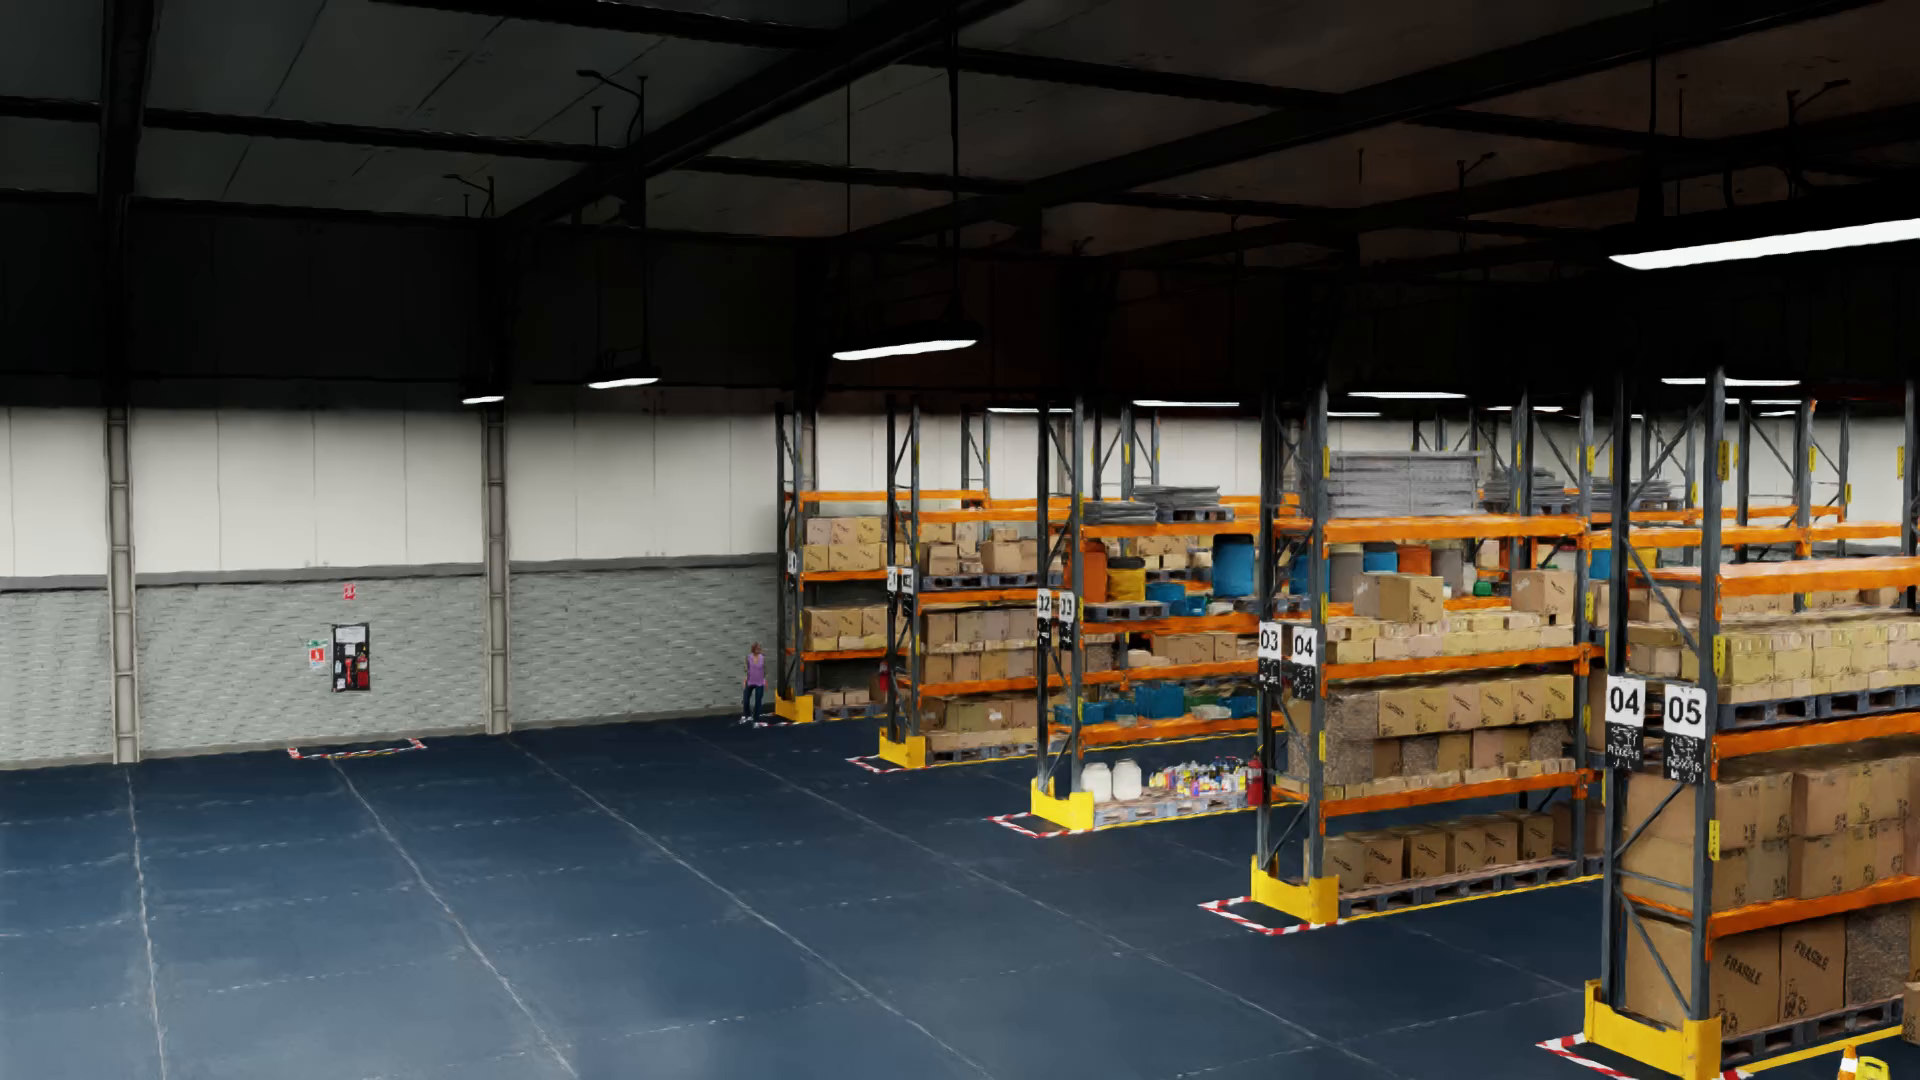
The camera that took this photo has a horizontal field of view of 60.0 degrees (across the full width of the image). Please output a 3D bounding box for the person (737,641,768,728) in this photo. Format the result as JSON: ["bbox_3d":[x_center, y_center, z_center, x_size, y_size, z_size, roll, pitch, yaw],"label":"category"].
[{"bbox_3d":[-3.796,2.640,30.425,0.574,1.590,0.428,0,3,-4],"label":"person"}]
